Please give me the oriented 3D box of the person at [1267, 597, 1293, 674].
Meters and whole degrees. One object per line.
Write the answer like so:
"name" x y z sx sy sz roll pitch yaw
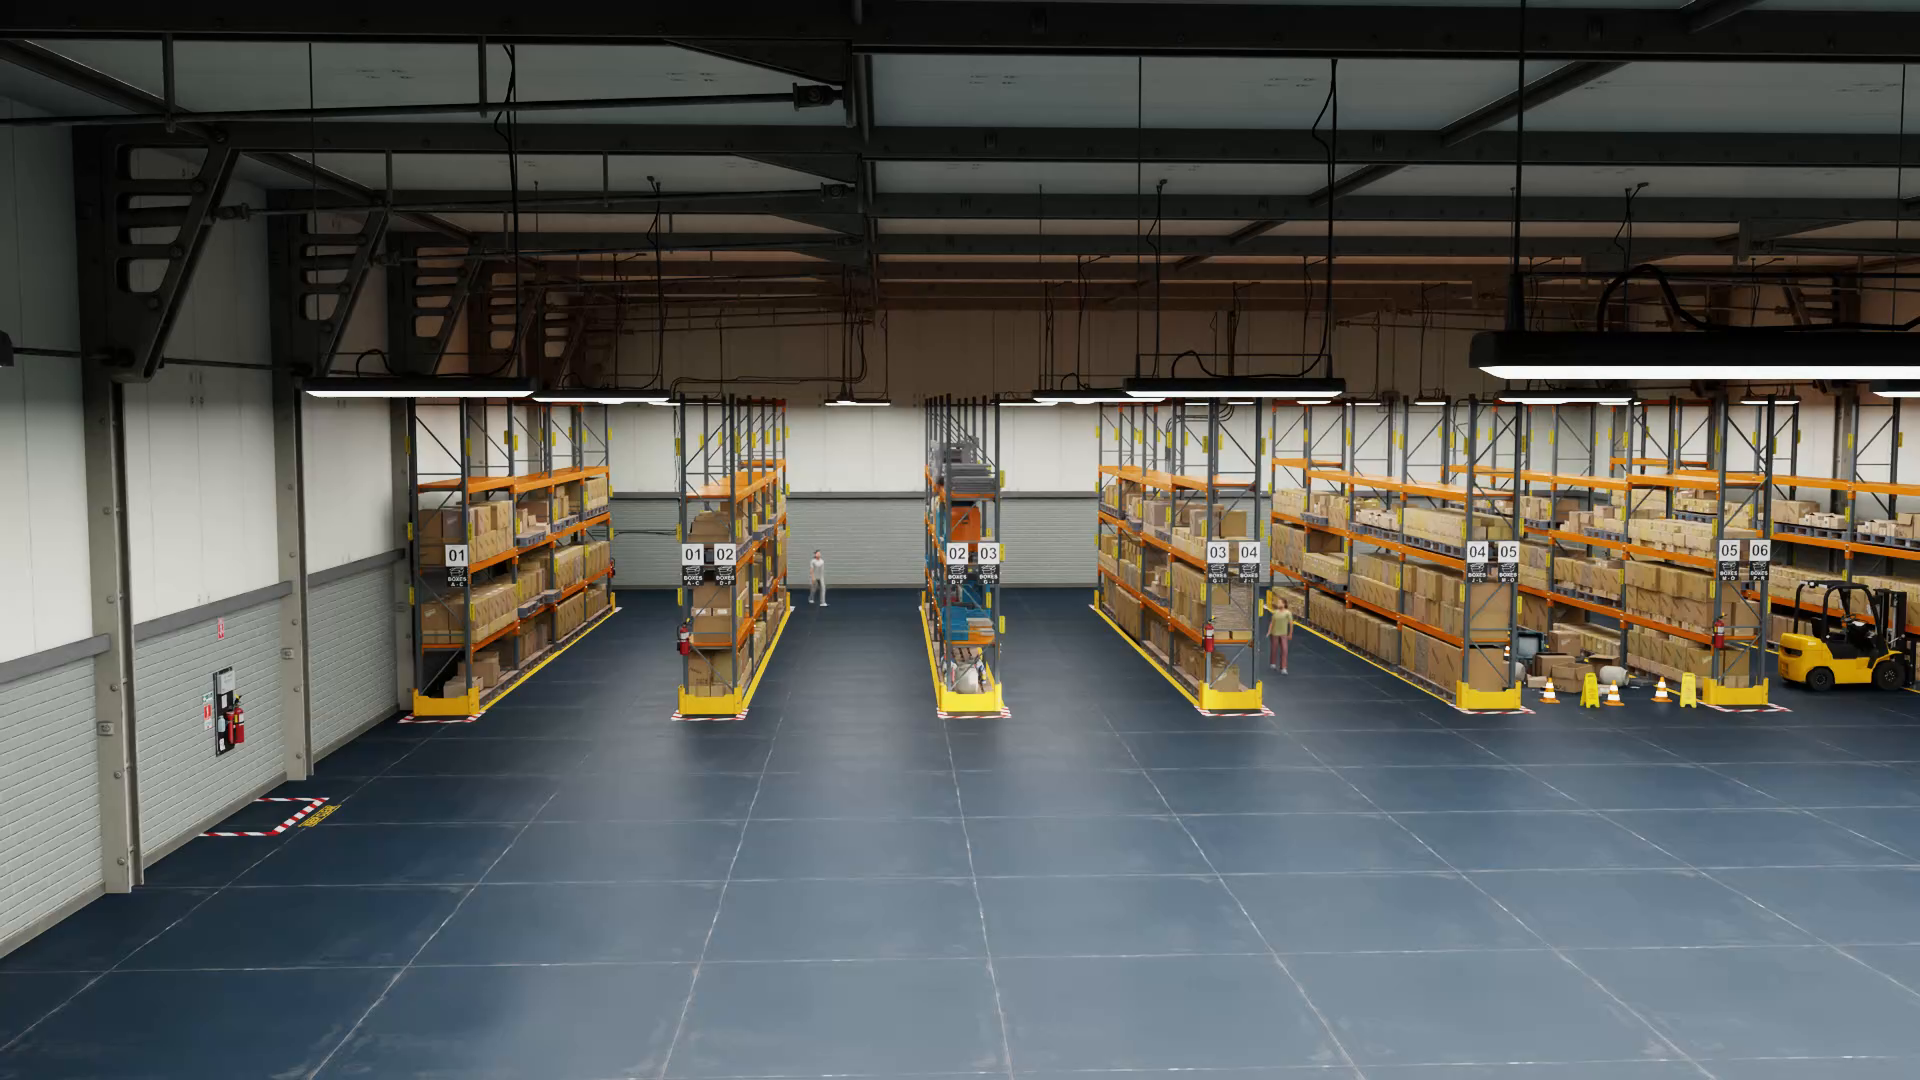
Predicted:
"person" 6.945 2.057 36.103 0.572 1.622 0.999 0 5 1

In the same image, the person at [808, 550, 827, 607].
"person" -4.120 1.102 48.248 0.494 1.632 0.967 -2 5 -24
